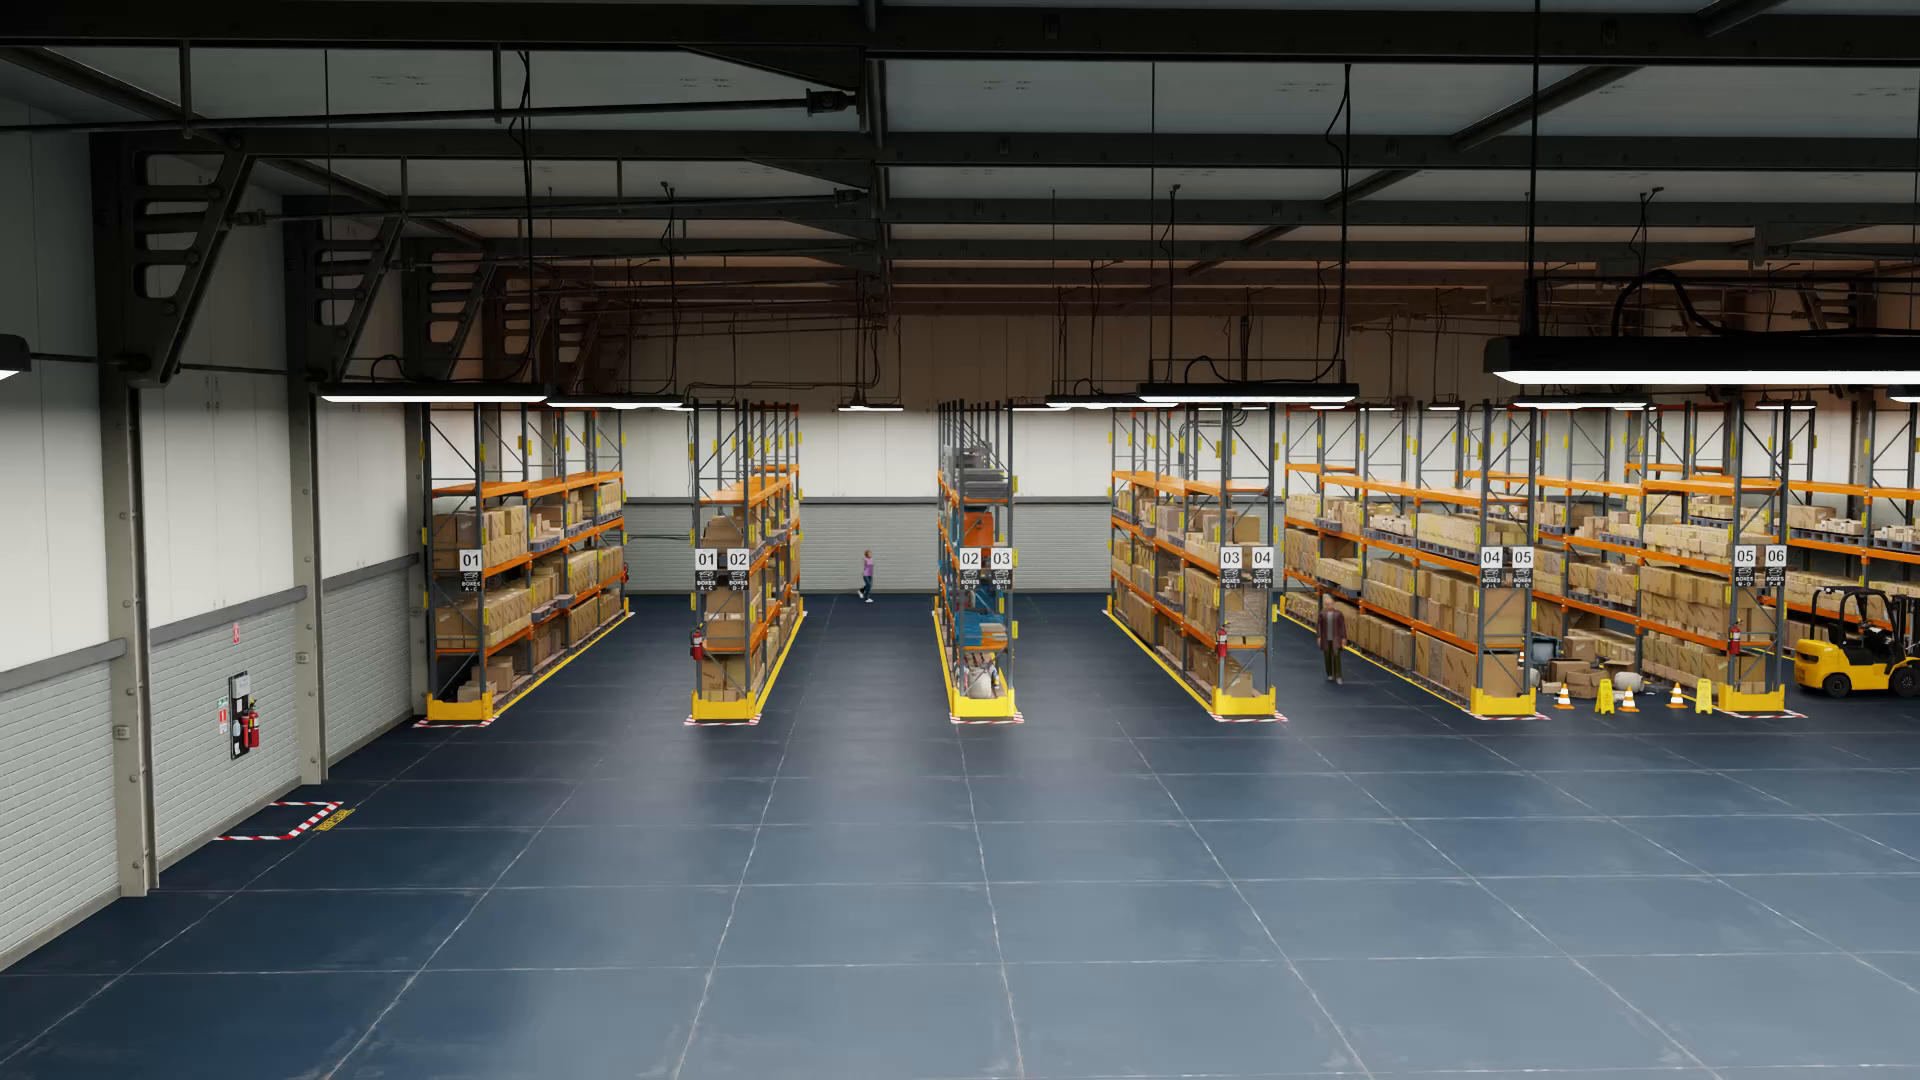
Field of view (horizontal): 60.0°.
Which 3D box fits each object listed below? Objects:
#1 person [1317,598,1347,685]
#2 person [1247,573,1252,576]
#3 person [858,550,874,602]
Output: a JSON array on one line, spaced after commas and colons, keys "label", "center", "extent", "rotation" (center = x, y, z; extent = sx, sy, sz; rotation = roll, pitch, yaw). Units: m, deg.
[{"label": "person", "center": [7.907, 2.148, 35.486], "extent": [0.662, 1.794, 0.701], "rotation": [2, 5, 26]}, {"label": "person", "center": [9.069, 1.014, 50.970], "extent": [0.533, 1.546, 0.837], "rotation": [1, 4, 14]}, {"label": "person", "center": [-2.852, 1.085, 50.563], "extent": [0.666, 1.573, 0.419], "rotation": [3, 5, 37]}]
